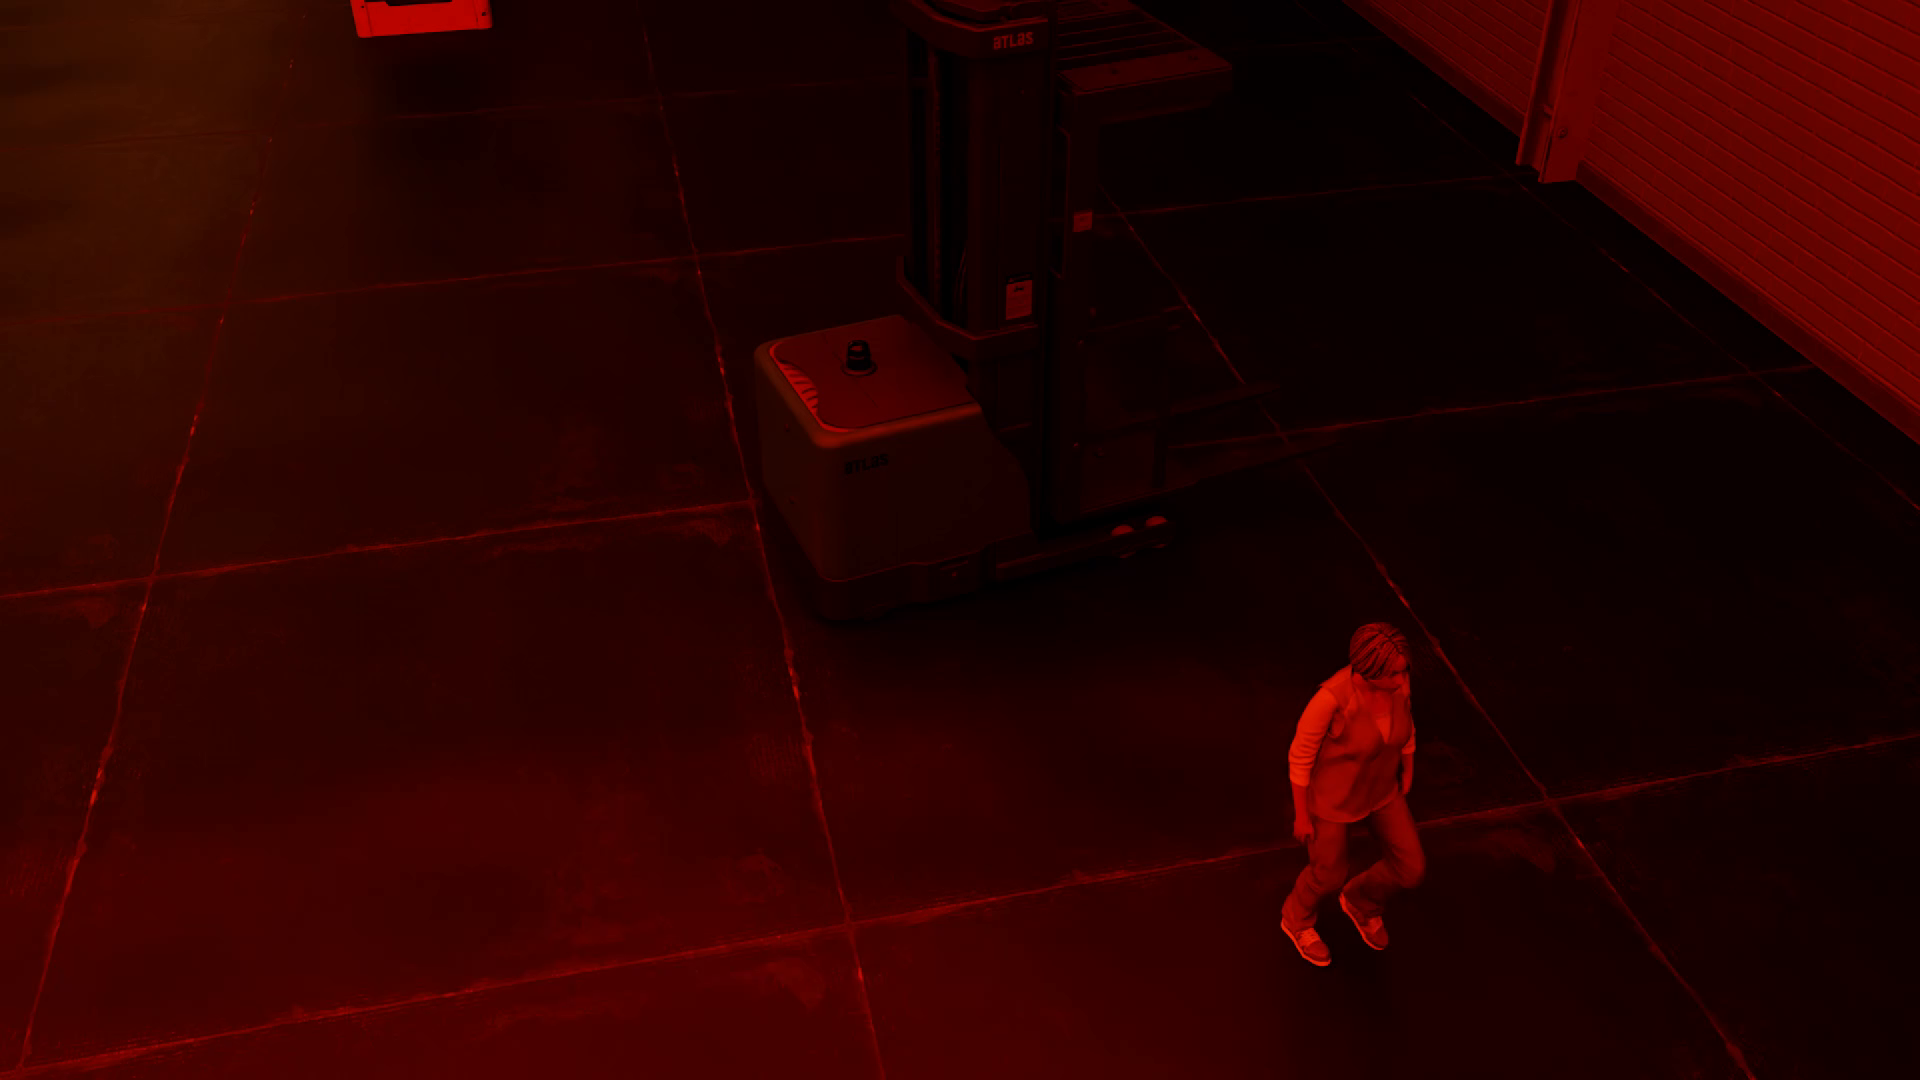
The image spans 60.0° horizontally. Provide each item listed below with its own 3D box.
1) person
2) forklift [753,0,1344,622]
[{"bbox_3d":[1.417,0.937,5.913,0.519,1.584,0.447,-17,39,-22],"label":"person"},{"bbox_3d":[0.545,-1.365,7.947,3.031,2.935,1.130,-15,38,-19],"label":"forklift"}]
